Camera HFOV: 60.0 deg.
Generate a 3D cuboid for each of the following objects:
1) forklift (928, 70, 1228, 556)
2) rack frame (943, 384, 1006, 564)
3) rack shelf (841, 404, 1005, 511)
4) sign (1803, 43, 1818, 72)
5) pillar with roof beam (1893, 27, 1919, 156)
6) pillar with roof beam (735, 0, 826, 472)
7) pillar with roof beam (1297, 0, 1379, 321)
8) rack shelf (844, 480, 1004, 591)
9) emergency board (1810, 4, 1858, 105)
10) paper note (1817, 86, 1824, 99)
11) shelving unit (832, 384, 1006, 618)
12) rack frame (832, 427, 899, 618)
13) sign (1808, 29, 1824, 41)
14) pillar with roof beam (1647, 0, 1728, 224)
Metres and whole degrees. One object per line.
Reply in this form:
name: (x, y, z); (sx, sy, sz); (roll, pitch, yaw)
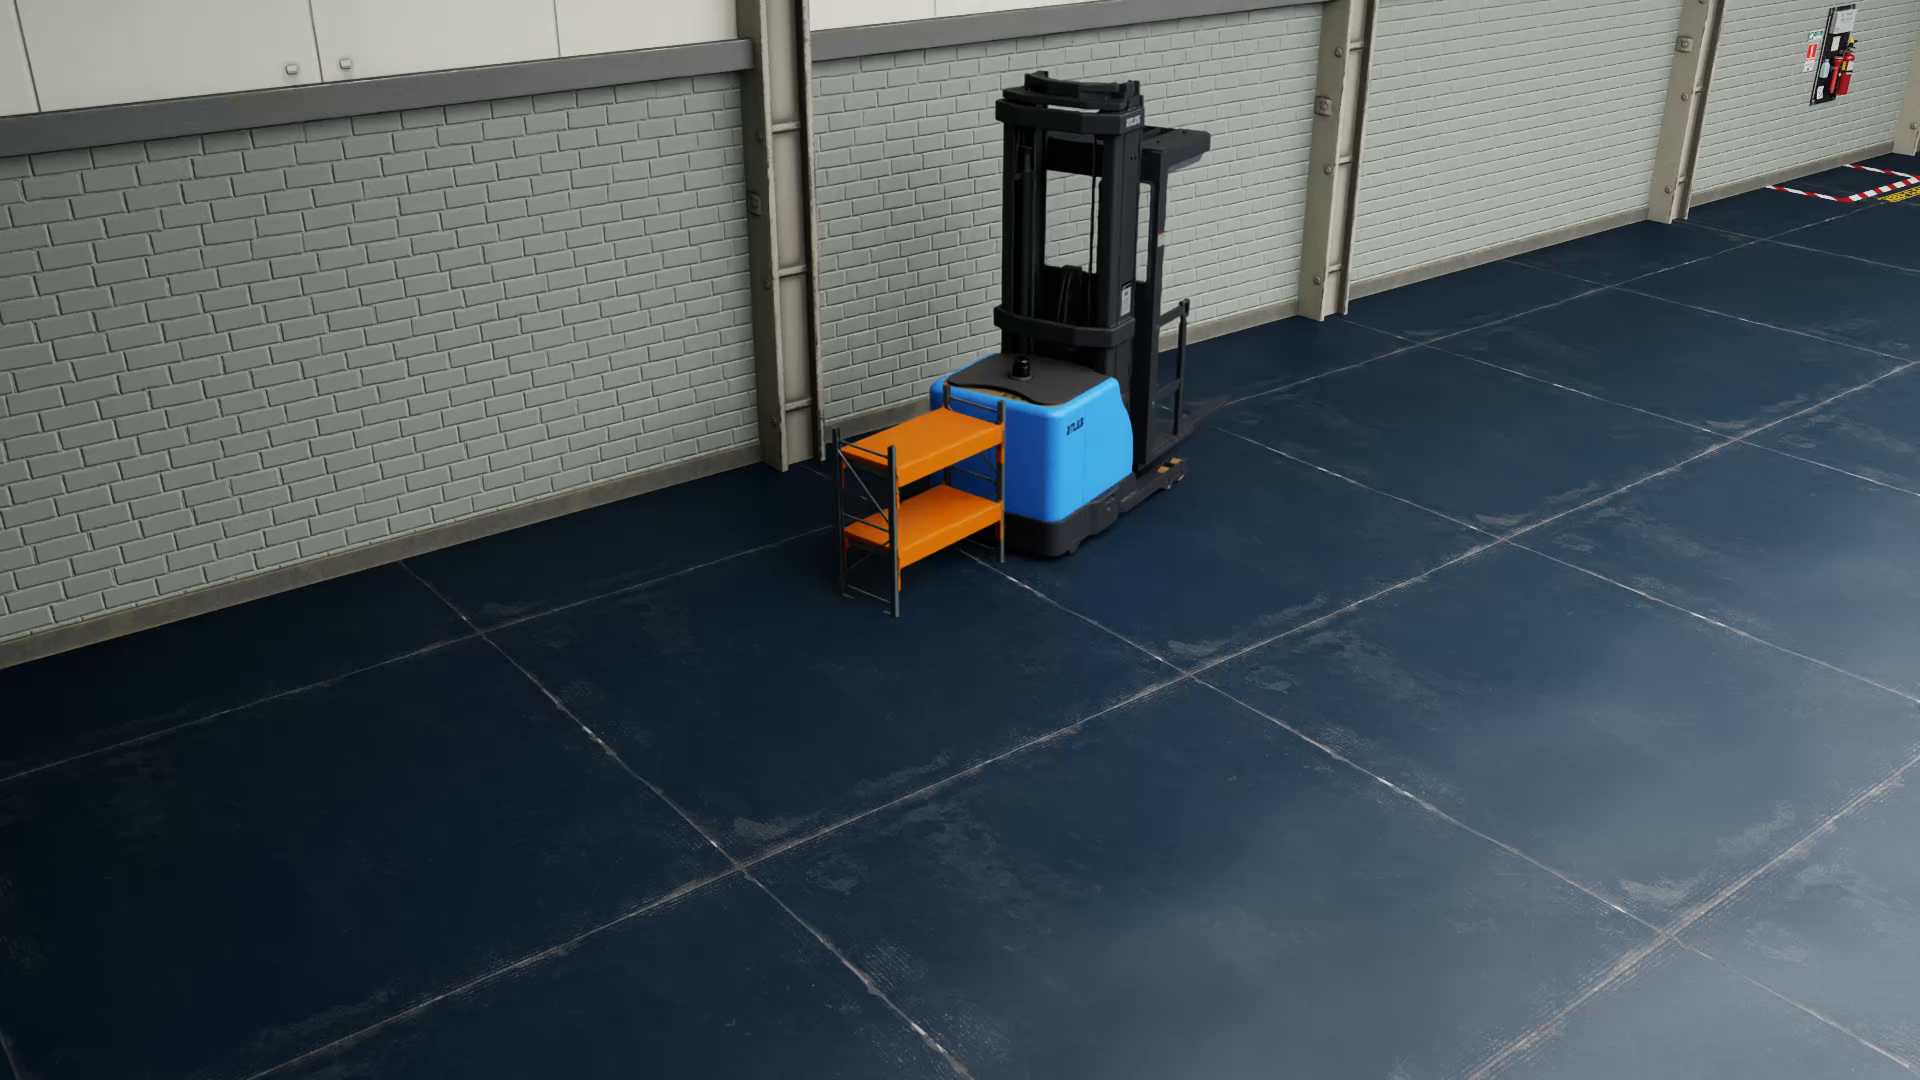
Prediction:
forklift: (1.013, -1.793, 11.632); (1.130, 2.935, 3.031); (15, 29, 30)
rack frame: (0.089, -0.427, 10.833); (0.500, 1.125, 0.032); (20, 31, 36)
rack shelf: (-0.243, -0.530, 10.361); (0.538, 0.278, 1.000); (20, 31, 36)
sign: (10.437, -5.922, 20.404); (0.234, 0.329, 0.001); (-18, 31, -34)
pillar with roof beam: (15.561, -7.940, 17.668); (0.400, 9.000, 9.100); (-18, 31, -34)
pillar with roof beam: (1.396, -3.264, 7.593); (0.400, 9.000, 9.100); (-18, 31, -34)
pillar with roof beam: (6.118, -4.822, 10.951); (0.400, 9.000, 9.100); (-18, 31, -34)
rack shelf: (-0.243, -0.043, 10.587); (0.538, 0.278, 1.000); (20, 31, 36)
emergency board: (10.936, -6.015, 20.648); (0.643, 1.169, 0.194); (-18, 31, -34)
paper note: (10.754, -5.593, 20.783); (0.142, 0.148, 0.016); (-18, 31, -34)
shelving unit: (-0.243, -0.265, 10.484); (0.538, 1.125, 1.048); (20, 31, 36)
rack frame: (-0.574, -0.102, 10.134); (0.500, 1.125, 0.032); (20, 31, 36)
sign: (10.446, -6.161, 20.289); (0.331, 0.109, 0.001); (-18, 31, -34)
pillar with roof beam: (10.839, -6.381, 14.310); (0.400, 9.000, 9.100); (-18, 31, -34)
